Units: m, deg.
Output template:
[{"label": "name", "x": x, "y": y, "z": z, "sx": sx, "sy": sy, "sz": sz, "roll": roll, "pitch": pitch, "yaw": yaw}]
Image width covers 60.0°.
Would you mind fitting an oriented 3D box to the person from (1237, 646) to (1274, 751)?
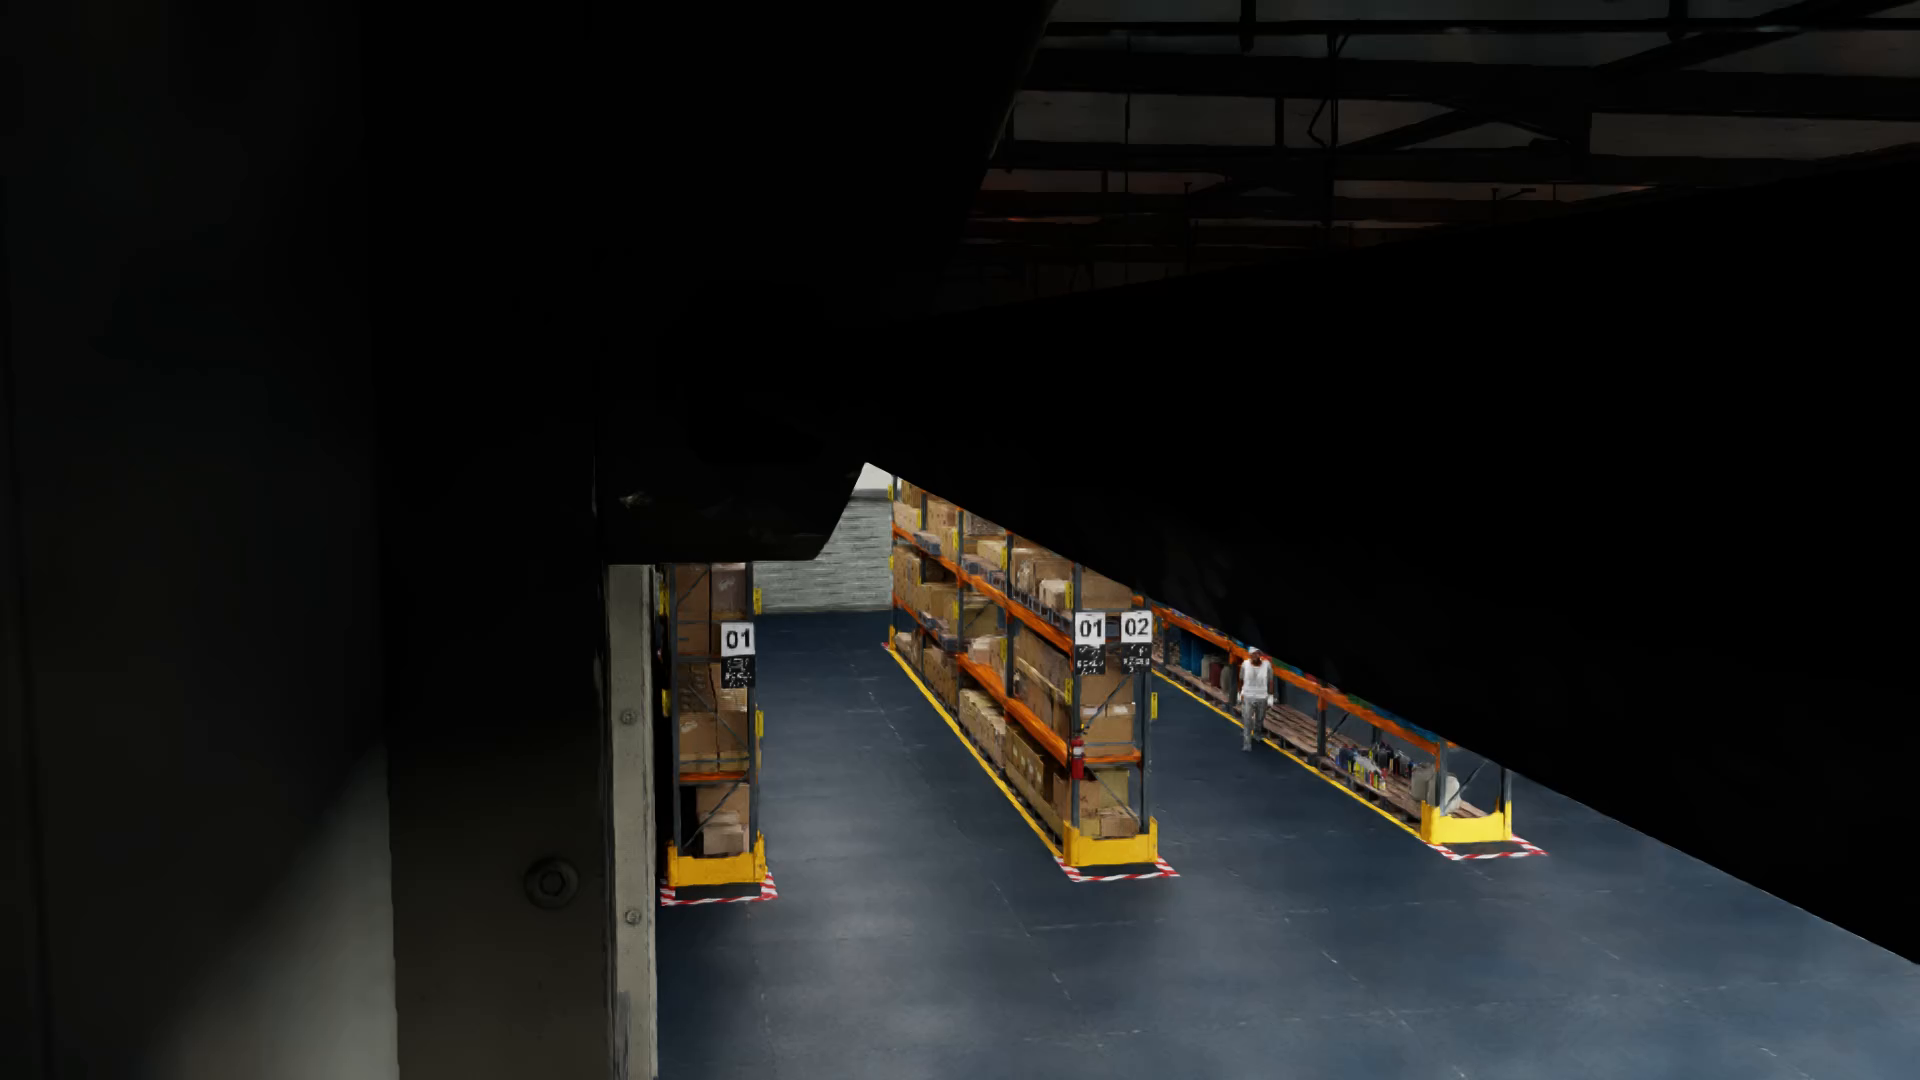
[{"label": "person", "x": 4.820, "y": 2.538, "z": 27.122, "sx": 0.591, "sy": 1.747, "sz": 0.951, "roll": 1, "pitch": 6, "yaw": 6}]
